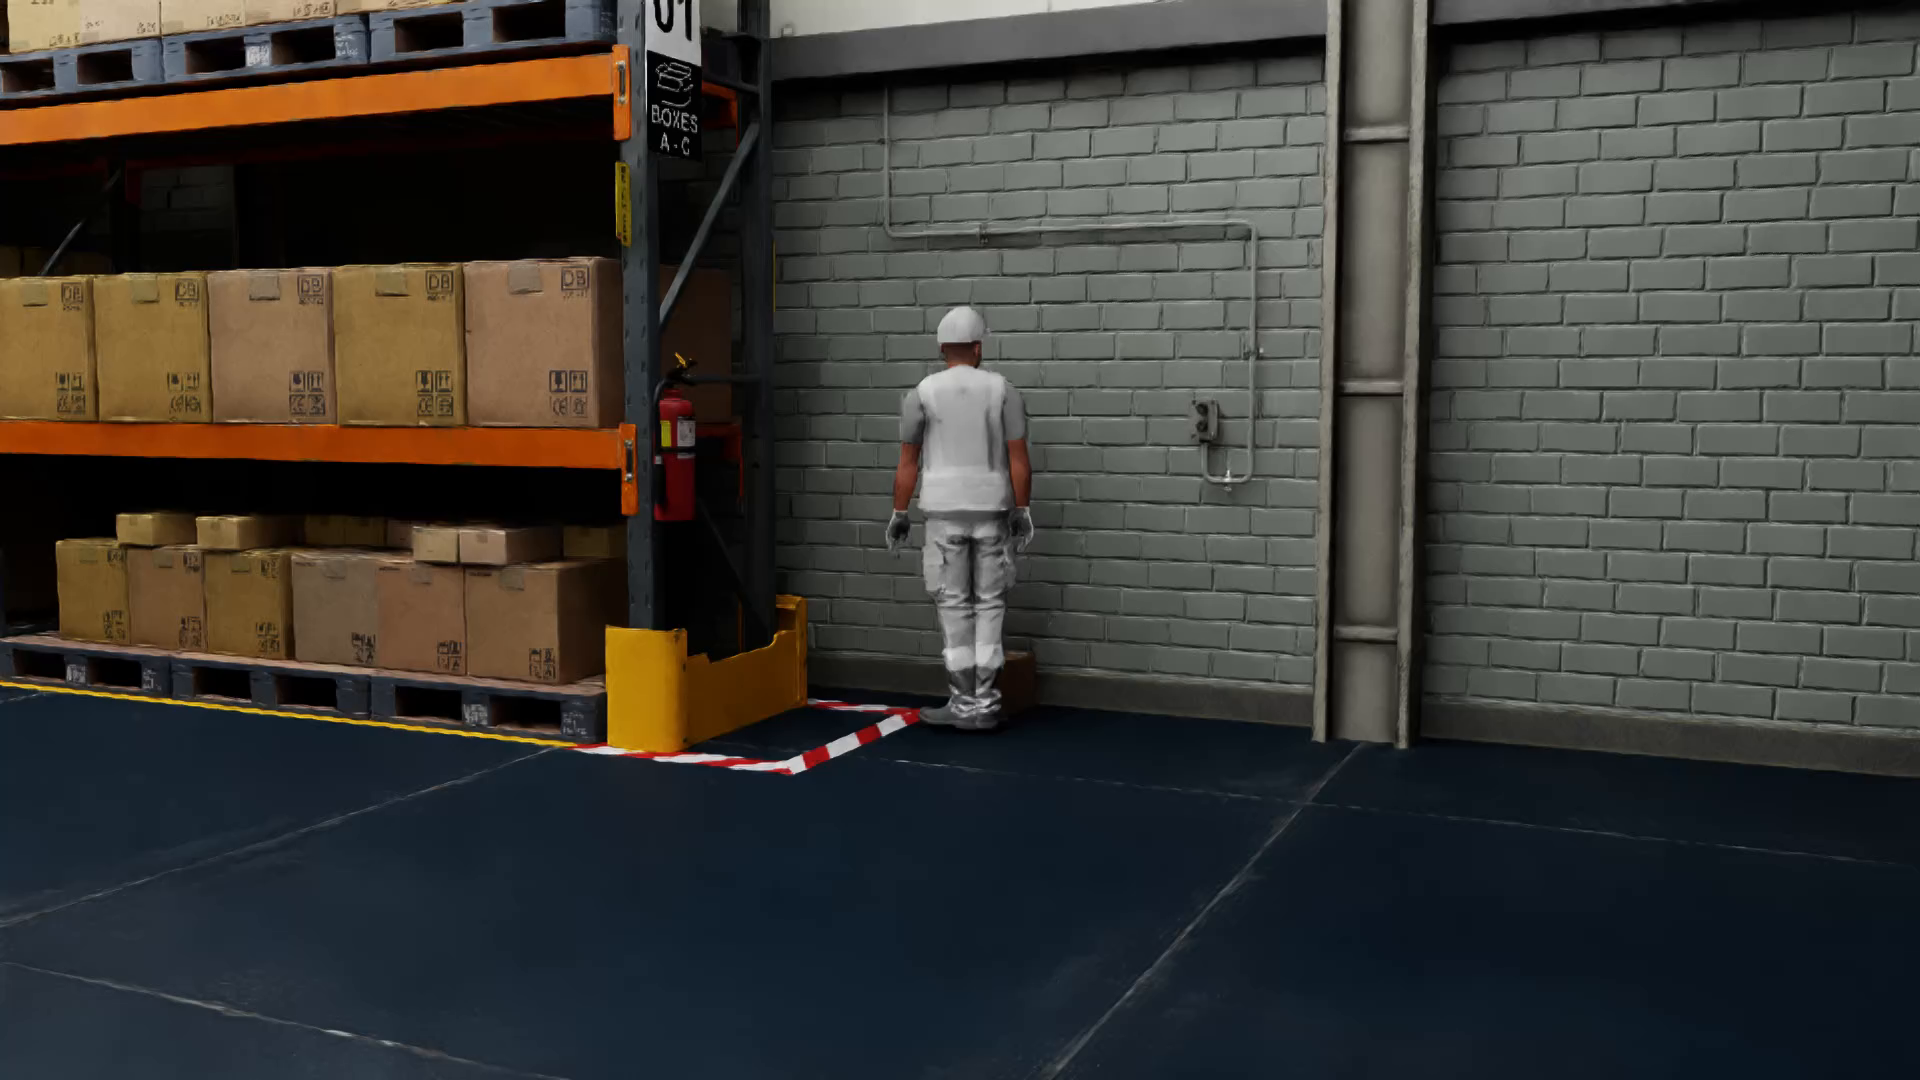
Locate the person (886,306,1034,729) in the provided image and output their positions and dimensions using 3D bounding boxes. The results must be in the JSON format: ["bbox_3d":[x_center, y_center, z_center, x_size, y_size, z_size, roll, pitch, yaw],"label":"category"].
[{"bbox_3d":[-0.002,-0.094,7.089,0.628,1.791,0.330,-1,6,-6],"label":"person"}]
